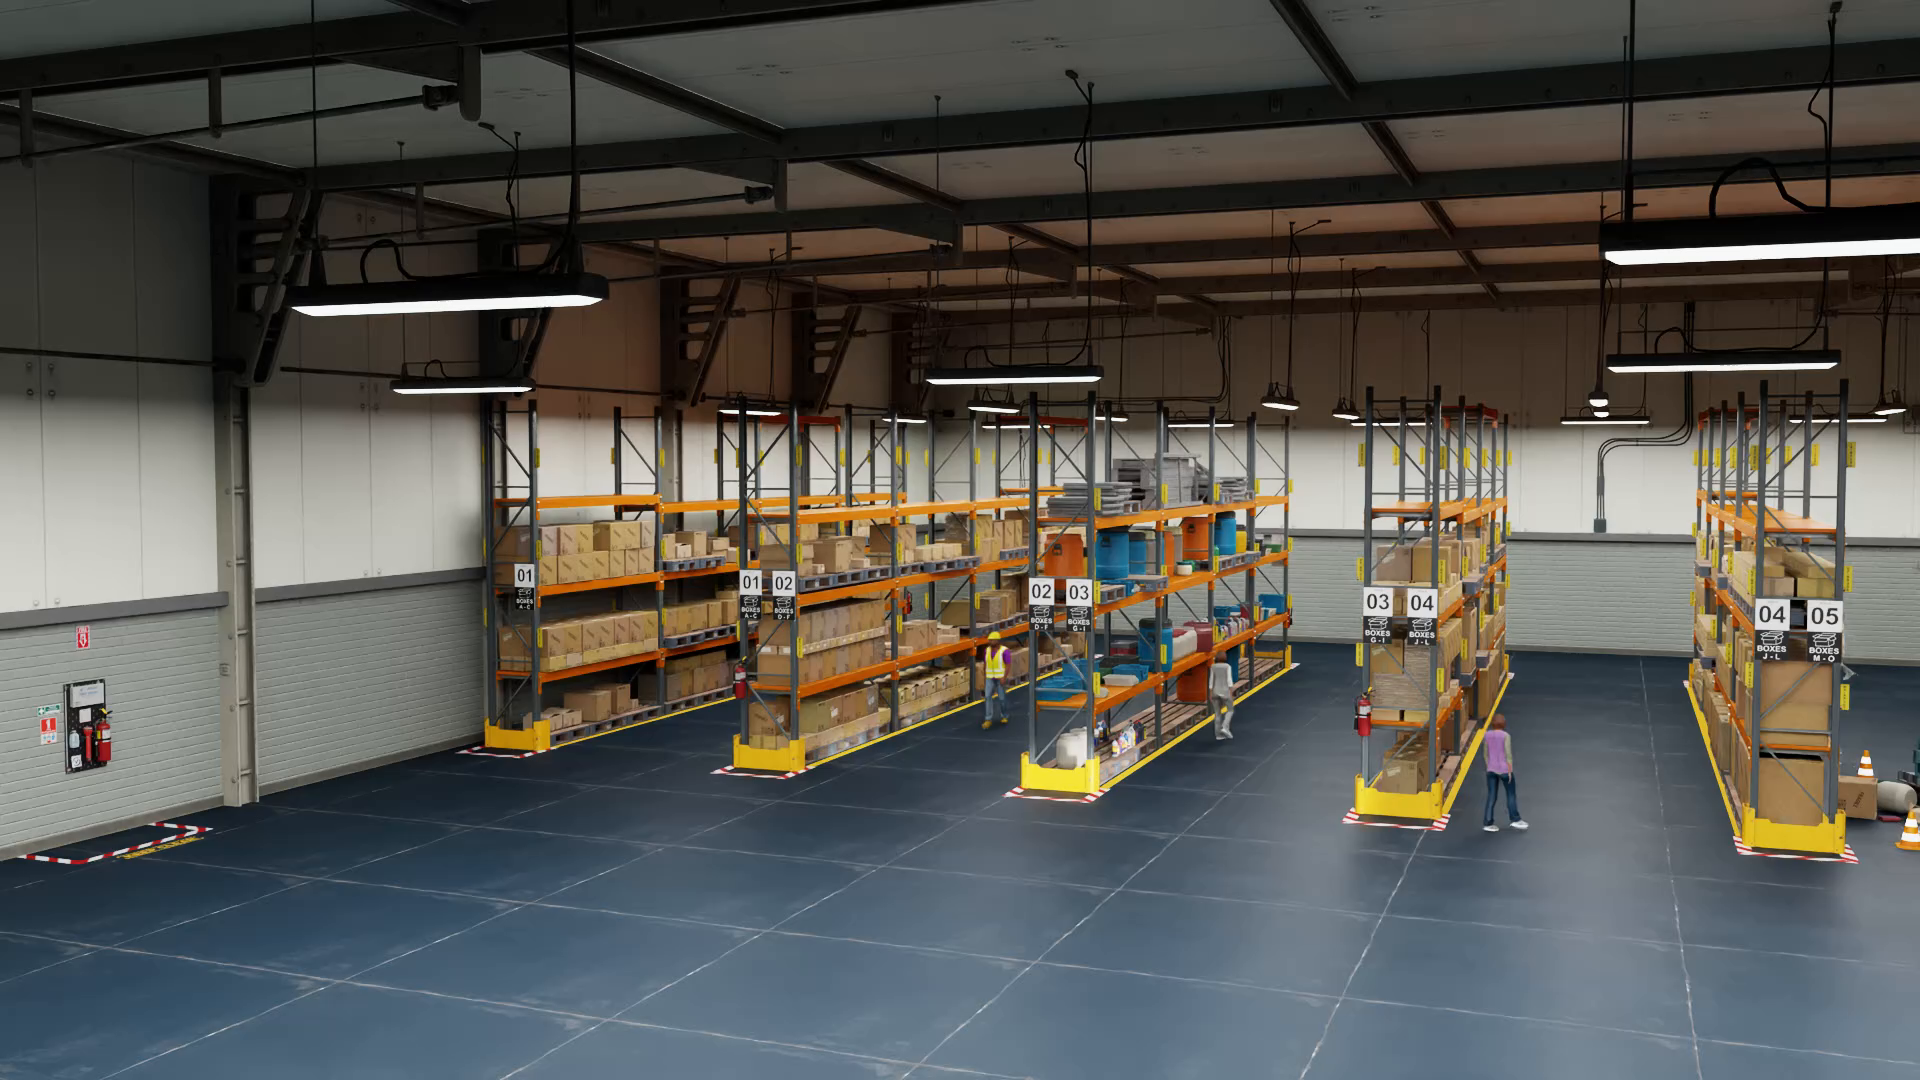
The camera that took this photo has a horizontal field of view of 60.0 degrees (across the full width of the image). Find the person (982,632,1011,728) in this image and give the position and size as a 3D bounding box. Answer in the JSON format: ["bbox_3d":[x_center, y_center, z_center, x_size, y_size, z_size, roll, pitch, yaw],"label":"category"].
[{"bbox_3d":[0.652,2.588,30.997,0.598,1.746,0.865,1,3,23],"label":"person"}]

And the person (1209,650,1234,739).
[{"bbox_3d":[4.634,2.748,29.502,0.452,1.598,0.426,1,3,26],"label":"person"}]

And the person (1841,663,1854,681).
[{"bbox_3d":[19.355,2.348,36.826,0.898,1.646,0.492,0,3,8],"label":"person"}]

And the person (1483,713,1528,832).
[{"bbox_3d":[7.282,3.111,22.342,0.470,1.600,0.696,3,4,43],"label":"person"}]
